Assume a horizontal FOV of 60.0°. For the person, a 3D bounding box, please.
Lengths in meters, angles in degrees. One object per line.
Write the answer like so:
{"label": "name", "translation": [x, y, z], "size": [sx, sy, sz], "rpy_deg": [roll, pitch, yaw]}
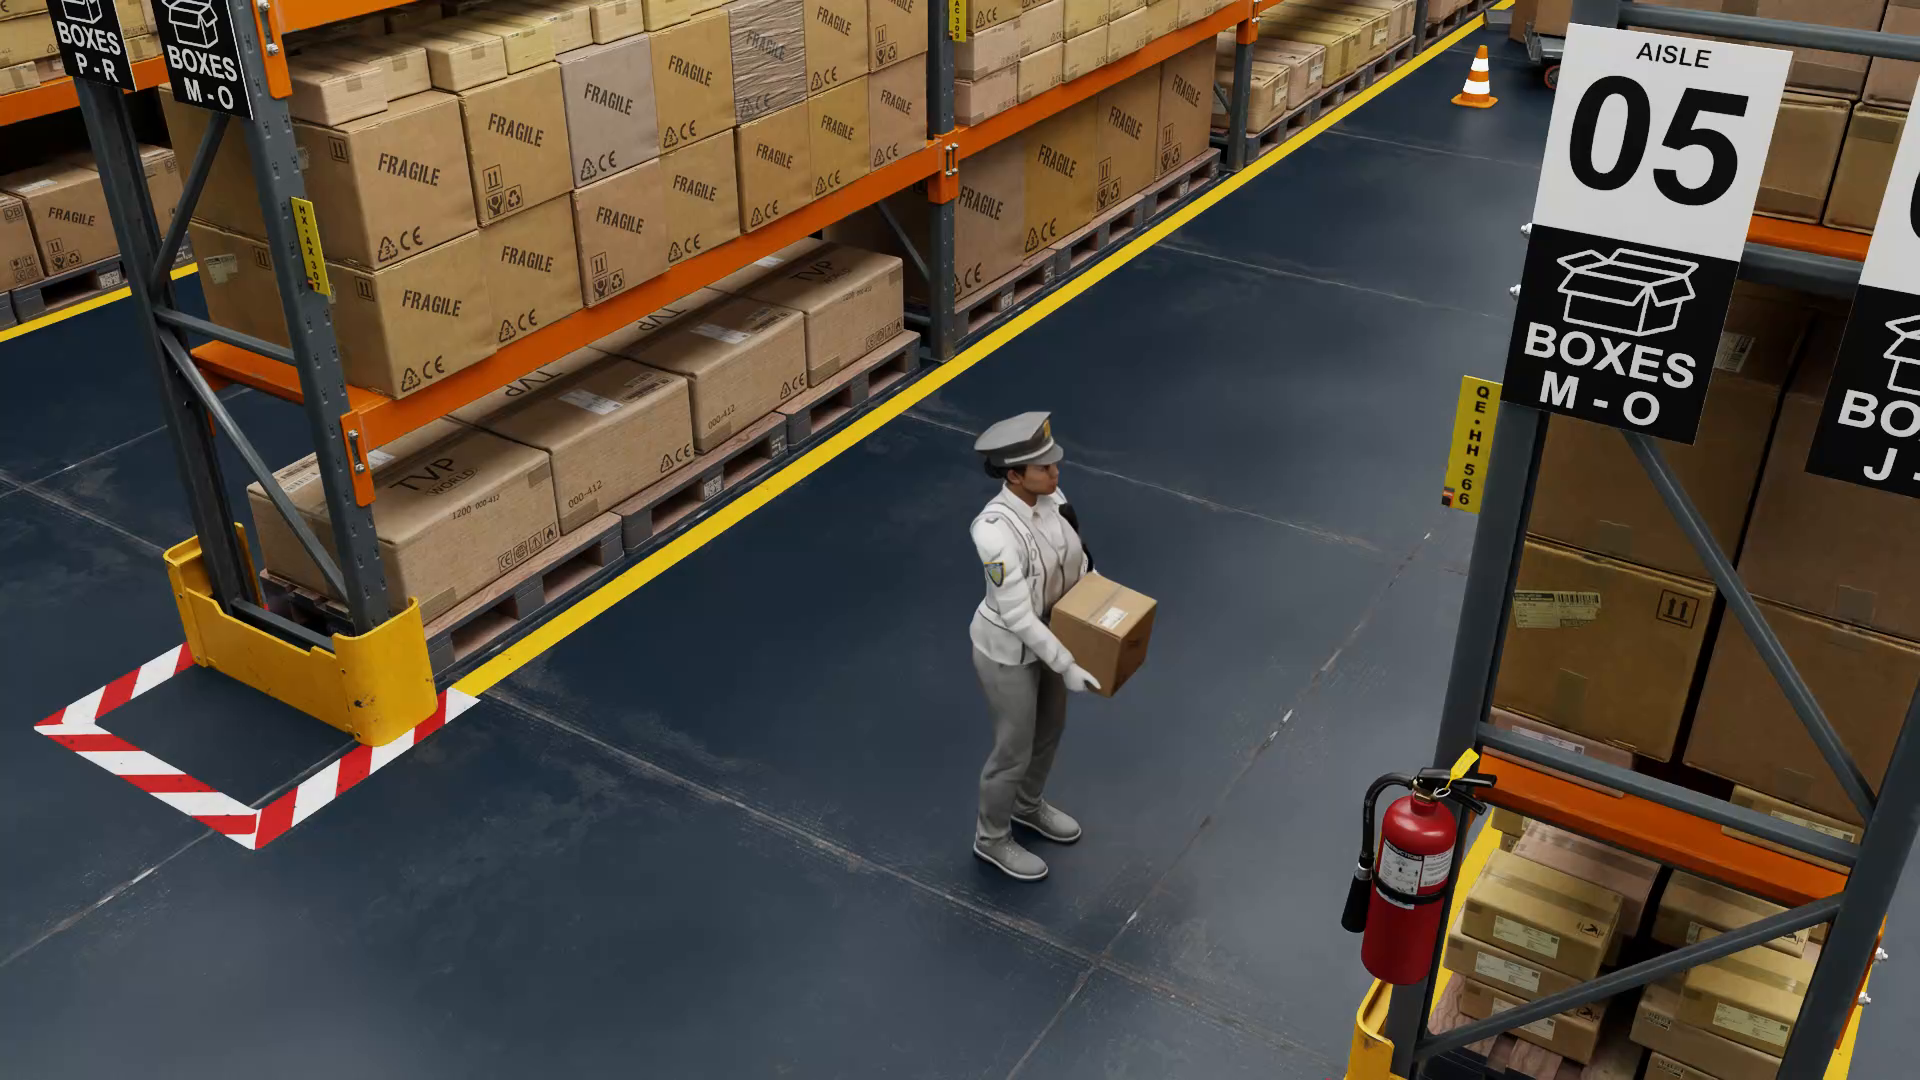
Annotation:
{"label": "person", "translation": [0.291, 0.376, 5.477], "size": [0.530, 1.691, 0.446], "rpy_deg": [18, 35, 27]}
